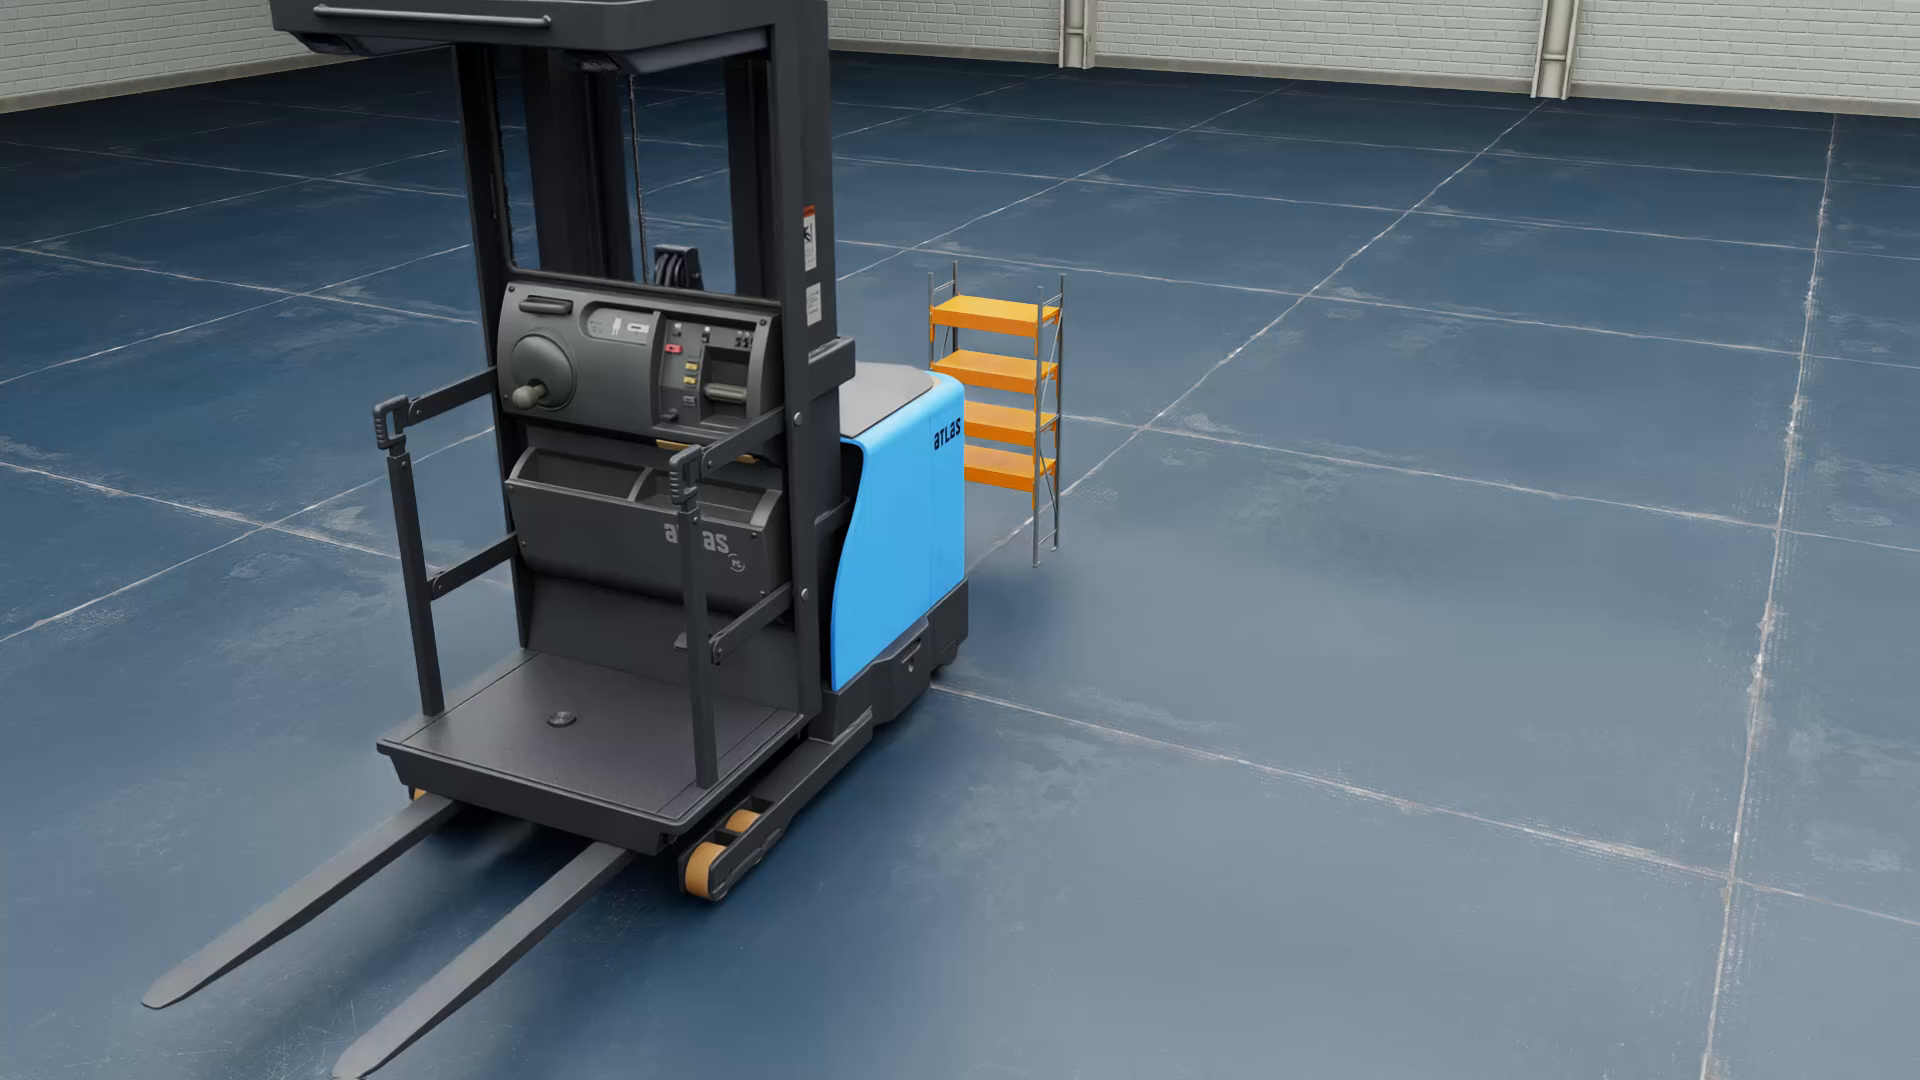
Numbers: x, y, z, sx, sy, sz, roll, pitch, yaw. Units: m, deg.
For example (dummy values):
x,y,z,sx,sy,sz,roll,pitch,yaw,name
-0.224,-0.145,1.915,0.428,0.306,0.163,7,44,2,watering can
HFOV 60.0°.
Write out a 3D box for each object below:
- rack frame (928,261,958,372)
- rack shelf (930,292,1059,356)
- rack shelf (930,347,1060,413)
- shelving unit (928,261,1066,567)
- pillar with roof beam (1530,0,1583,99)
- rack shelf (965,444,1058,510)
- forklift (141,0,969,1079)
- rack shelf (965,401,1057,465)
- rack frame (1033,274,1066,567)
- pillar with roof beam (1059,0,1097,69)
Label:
x,y,z,sx,sy,sz,roll,pitch,yaw,name
-0.070,-0.566,7.048,0.015,1.200,0.240,11,25,25,rack frame
0.148,-0.885,6.793,0.480,0.148,0.258,11,25,25,rack shelf
0.148,-0.667,6.885,0.480,0.148,0.258,11,25,25,rack shelf
0.148,-0.523,6.946,0.503,1.200,0.258,11,25,25,shelving unit
4.955,-7.820,14.141,0.400,9.000,9.100,11,25,25,pillar with roof beam
0.148,-0.278,7.050,0.480,0.148,0.258,11,25,25,rack shelf
-1.050,-0.502,4.685,1.130,2.935,3.031,10,25,23,forklift
0.148,-0.461,6.973,0.480,0.148,0.258,11,25,25,rack shelf
0.365,-0.480,6.845,0.015,1.200,0.240,11,25,25,rack frame
-0.400,-8.880,16.632,0.400,9.000,9.100,11,25,25,pillar with roof beam
